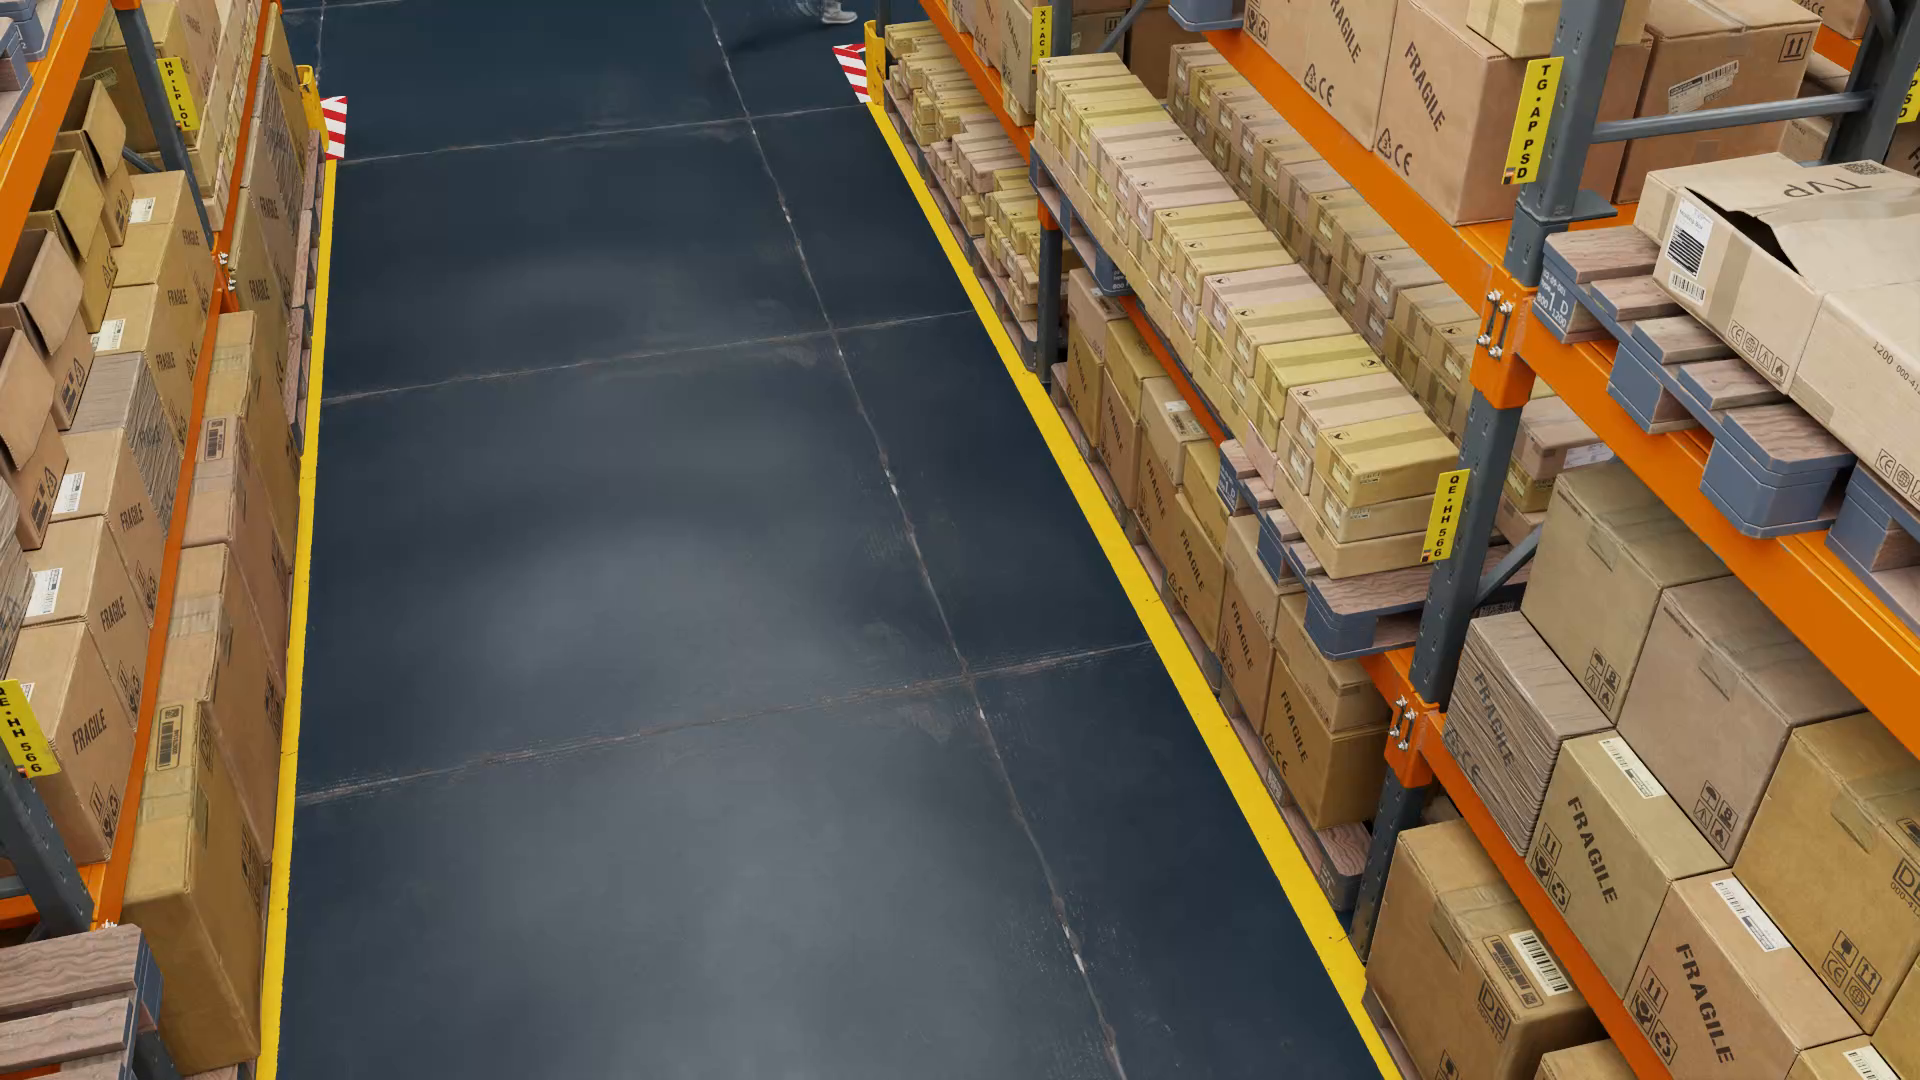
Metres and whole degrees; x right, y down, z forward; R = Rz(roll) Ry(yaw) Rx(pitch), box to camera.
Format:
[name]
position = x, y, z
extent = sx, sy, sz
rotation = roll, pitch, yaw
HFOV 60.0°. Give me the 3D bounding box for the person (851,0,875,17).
[person]
position = -0.382, -4.782, 12.732
extent = 0.980, 1.636, 0.515
rotation = -9, 39, -11
